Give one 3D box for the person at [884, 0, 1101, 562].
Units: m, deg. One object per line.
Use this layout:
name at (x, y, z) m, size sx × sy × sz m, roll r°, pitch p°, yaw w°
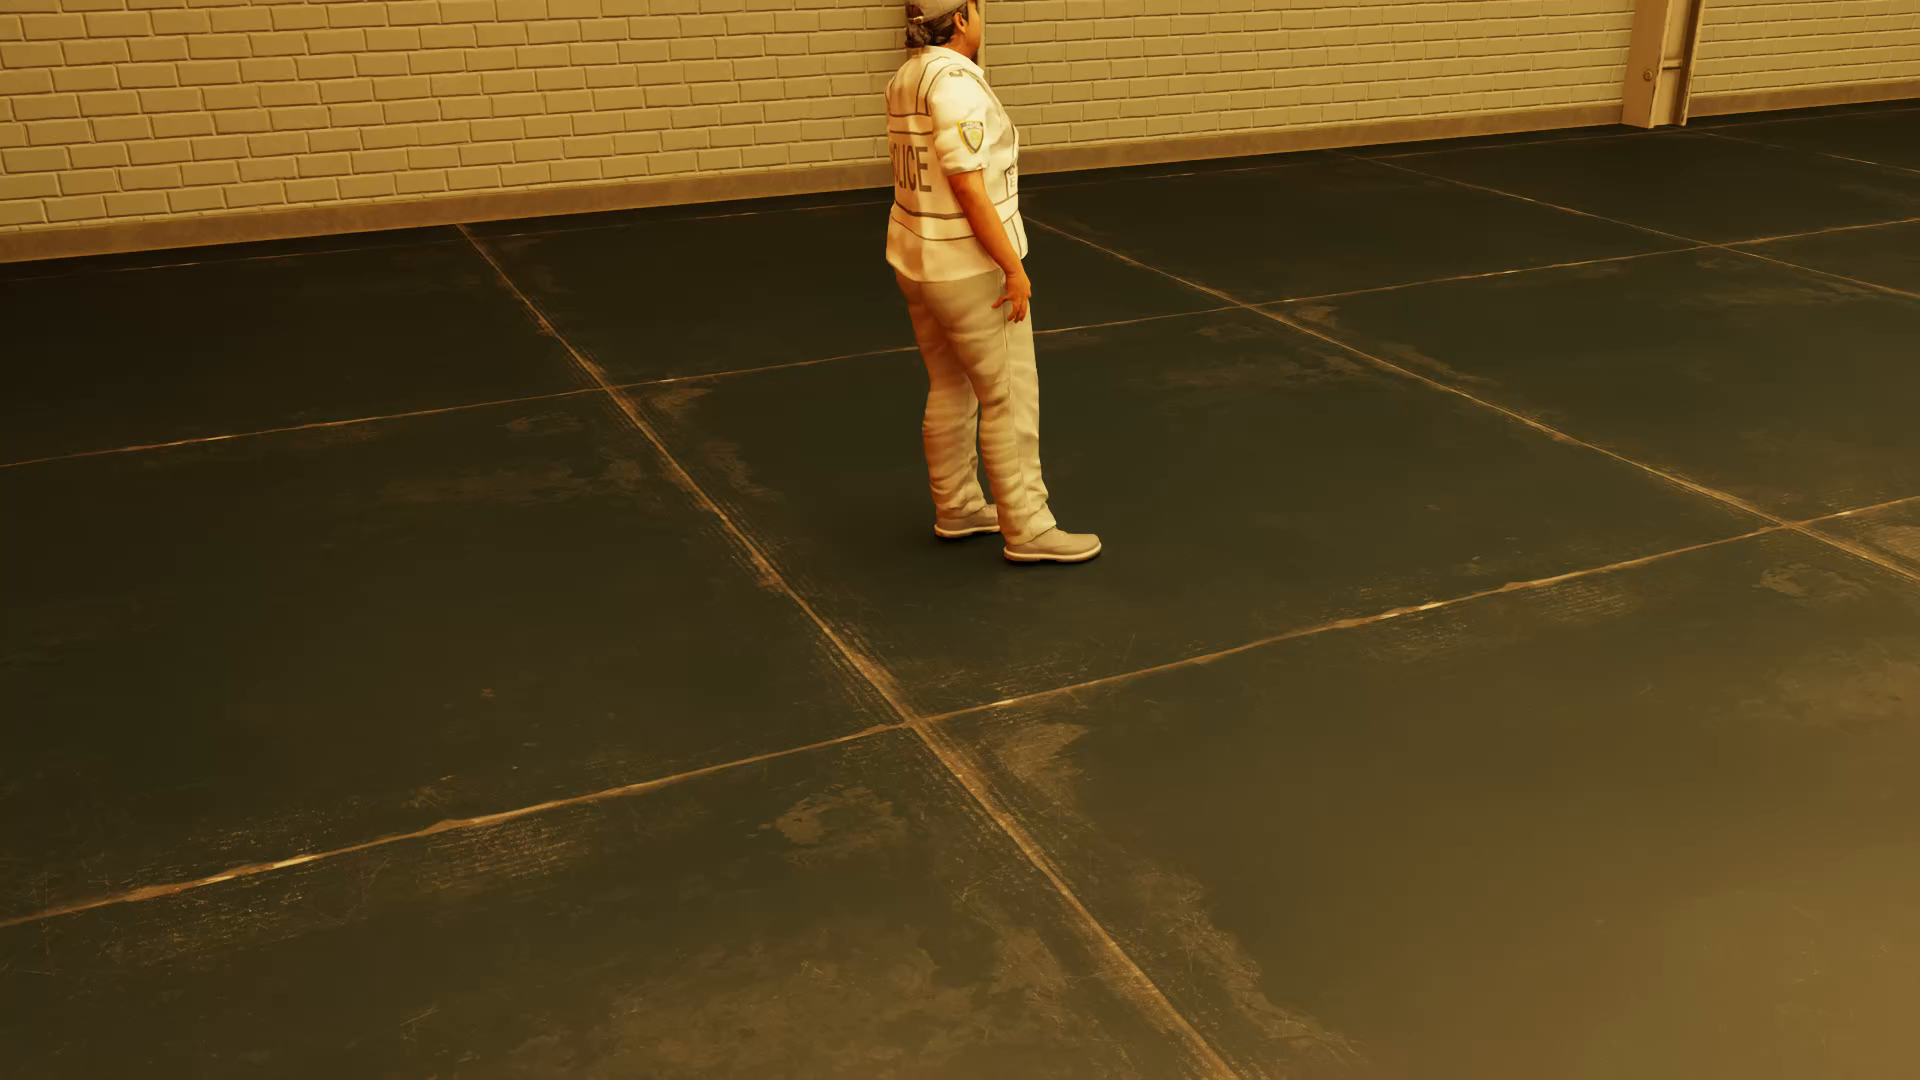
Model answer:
person at (0.079, -0.780, 4.795) m, size 0.529 × 1.670 × 0.598 m, roll -10°, pitch 25°, yaw -23°
